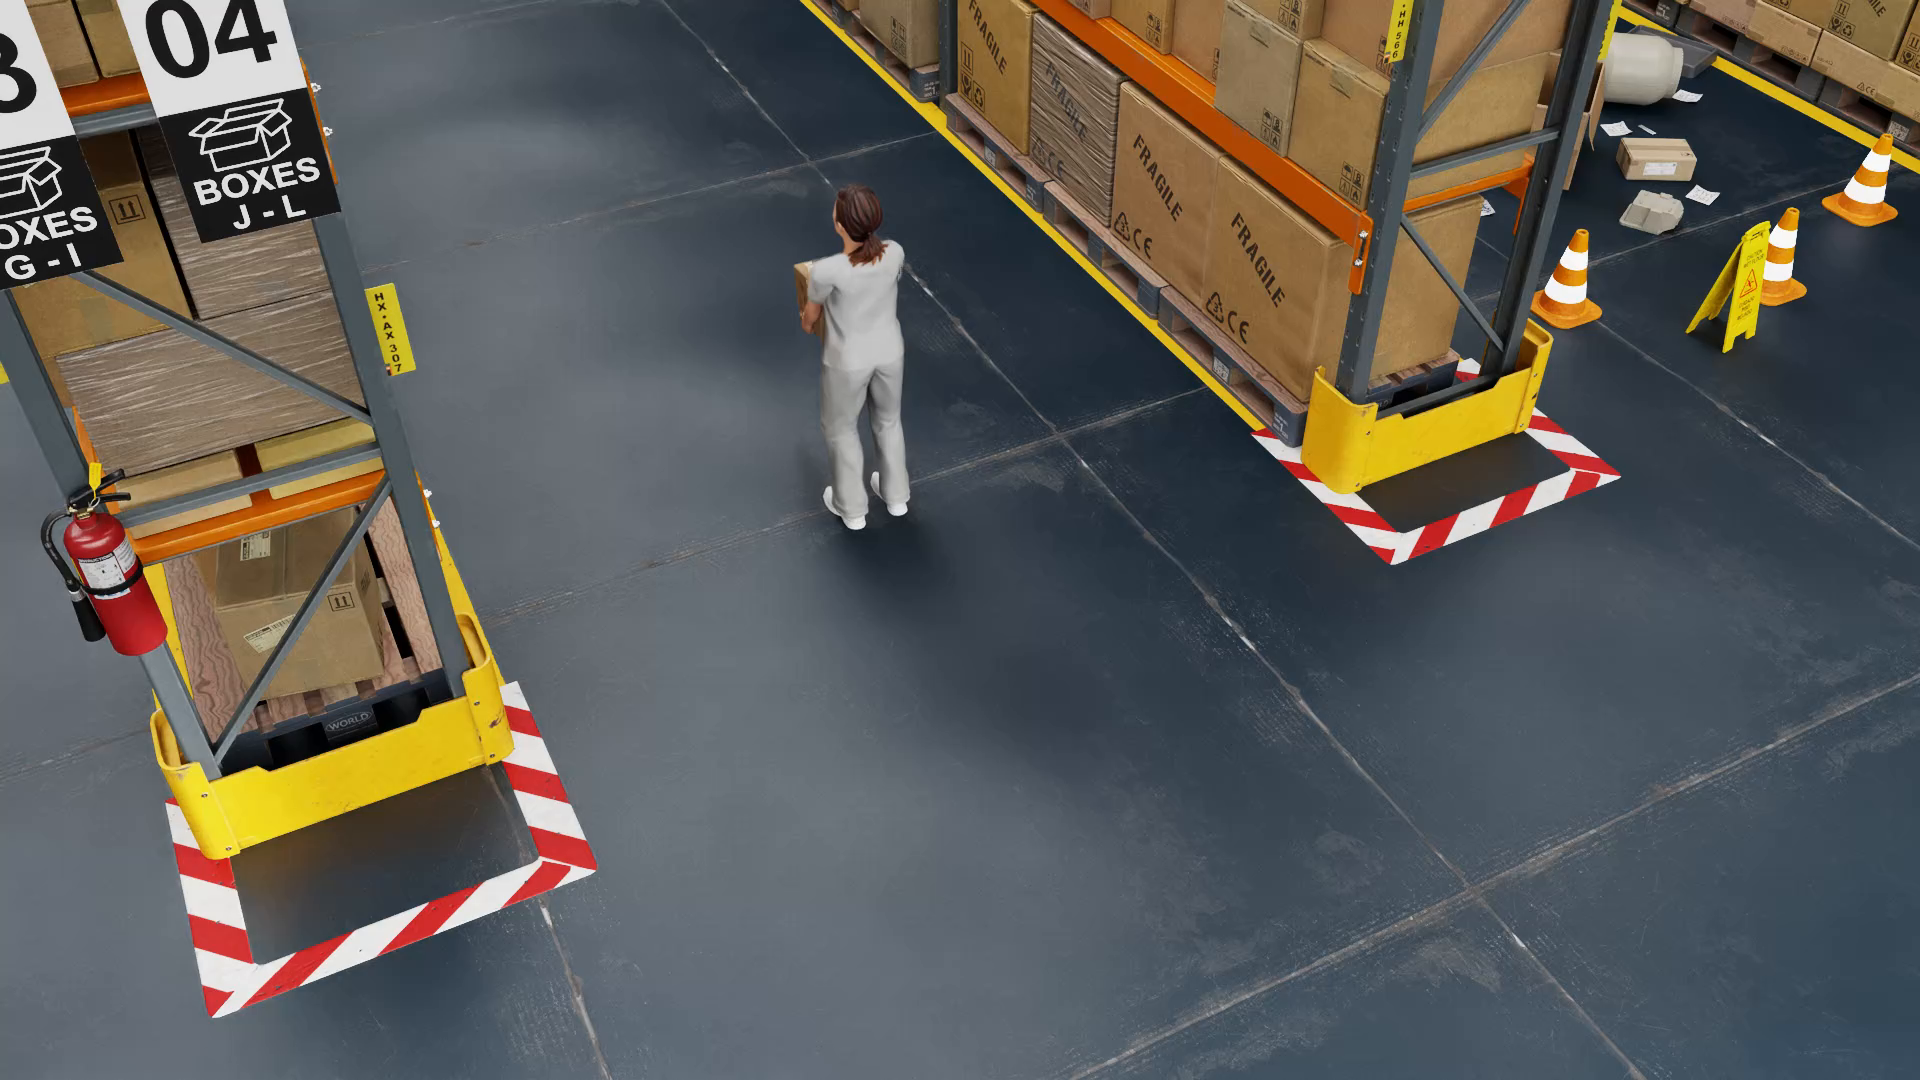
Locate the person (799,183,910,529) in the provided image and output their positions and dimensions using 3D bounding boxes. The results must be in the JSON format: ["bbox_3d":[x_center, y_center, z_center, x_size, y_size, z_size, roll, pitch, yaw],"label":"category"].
[{"bbox_3d":[-0.451,-0.809,7.085,0.424,1.668,0.542,-19,45,-20],"label":"person"}]
